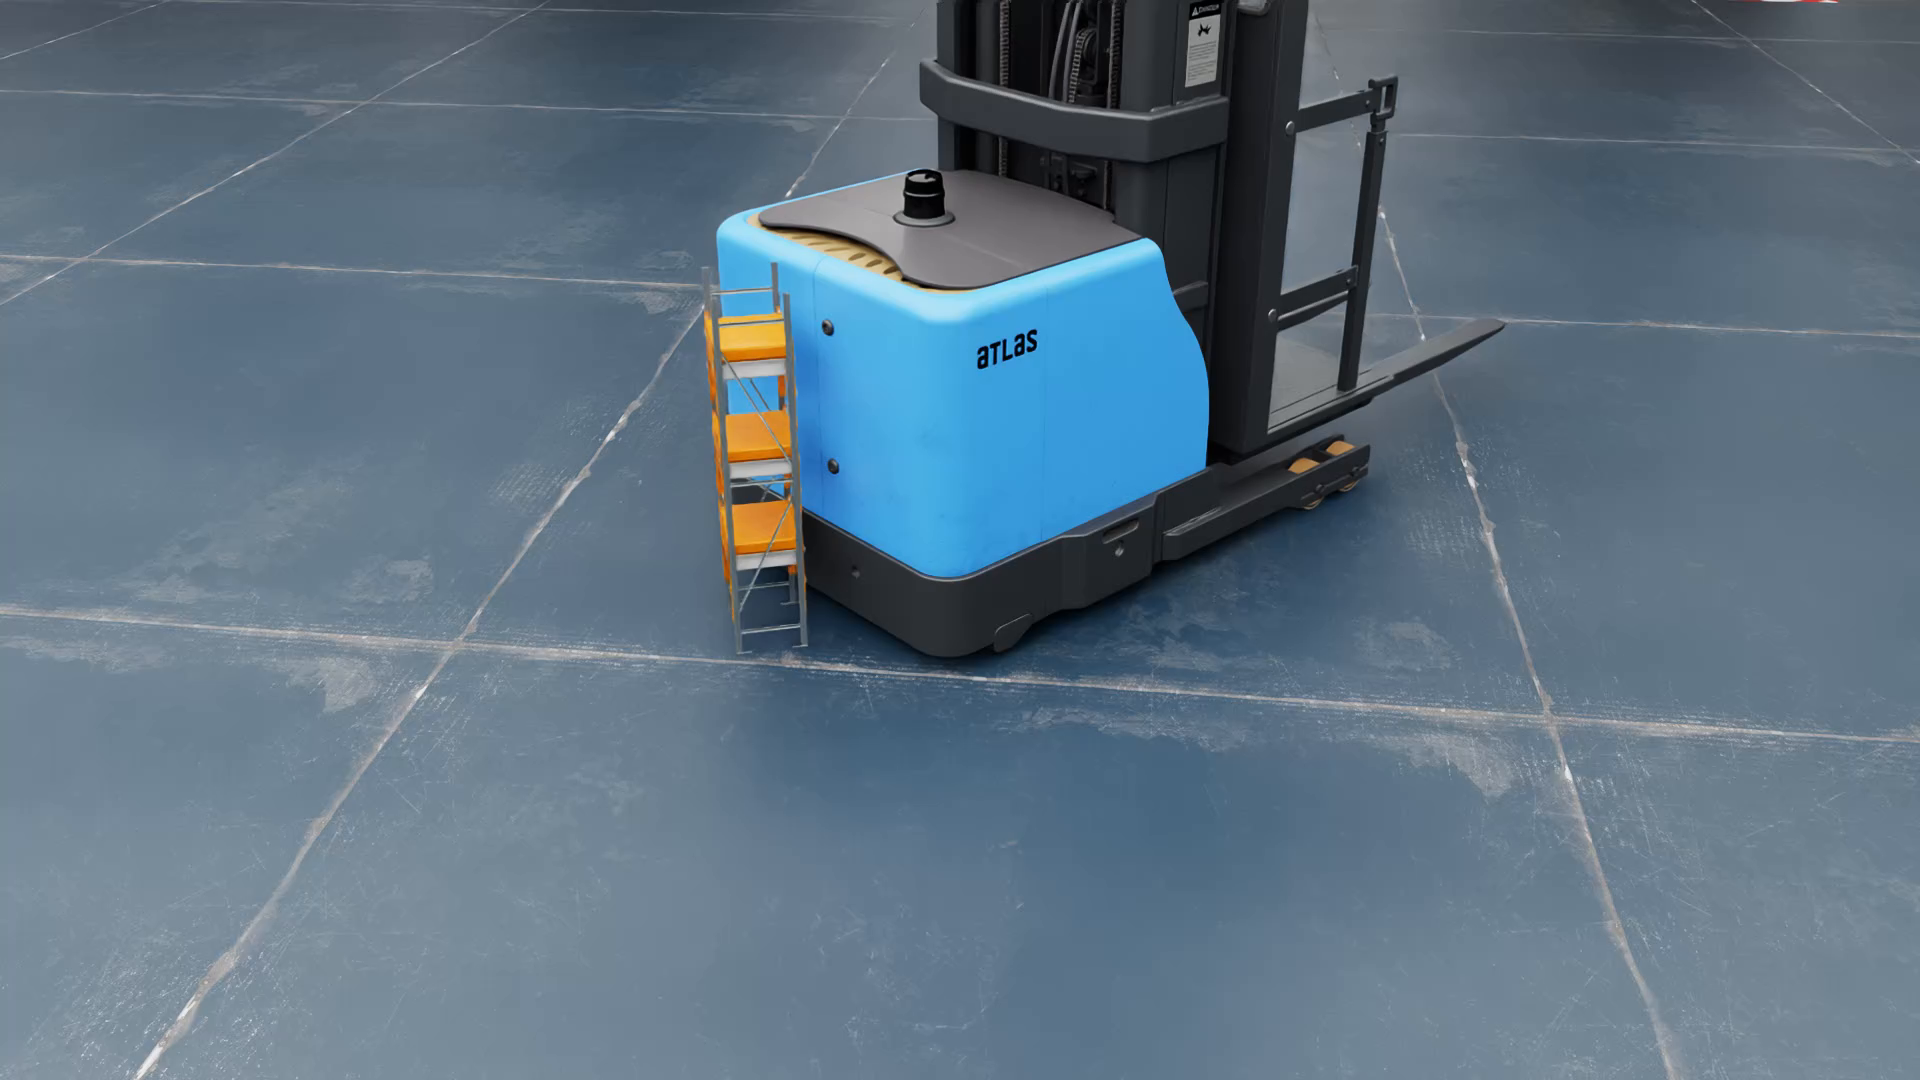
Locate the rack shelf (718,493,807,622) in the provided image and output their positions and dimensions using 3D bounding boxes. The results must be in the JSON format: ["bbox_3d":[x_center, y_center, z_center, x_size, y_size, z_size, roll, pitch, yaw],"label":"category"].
[{"bbox_3d":[-0.554,0.047,4.664,0.215,0.259,0.240,-6,29,-11],"label":"rack shelf"}]

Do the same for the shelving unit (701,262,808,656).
[{"bbox_3d":[-0.554,-0.207,4.527,0.215,1.050,0.252,-6,29,-11],"label":"shelving unit"}]

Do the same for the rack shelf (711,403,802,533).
[{"bbox_3d":[-0.554,-0.198,4.532,0.215,0.259,0.240,-6,29,-11],"label":"rack shelf"}]

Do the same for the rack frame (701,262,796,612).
[{"bbox_3d":[-0.581,-0.263,4.632,0.200,1.050,0.008,-6,29,-11],"label":"rack frame"}]

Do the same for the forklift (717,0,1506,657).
[{"bbox_3d":[0.729,-1.554,5.044,3.031,2.935,1.130,-23,36,-36],"label":"forklift"}]

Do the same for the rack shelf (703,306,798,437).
[{"bbox_3d":[-0.554,-0.447,4.398,0.215,0.259,0.240,-6,29,-11],"label":"rack shelf"}]

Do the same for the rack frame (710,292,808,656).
[{"bbox_3d":[-0.527,-0.151,4.422,0.200,1.050,0.008,-6,29,-11],"label":"rack frame"}]
